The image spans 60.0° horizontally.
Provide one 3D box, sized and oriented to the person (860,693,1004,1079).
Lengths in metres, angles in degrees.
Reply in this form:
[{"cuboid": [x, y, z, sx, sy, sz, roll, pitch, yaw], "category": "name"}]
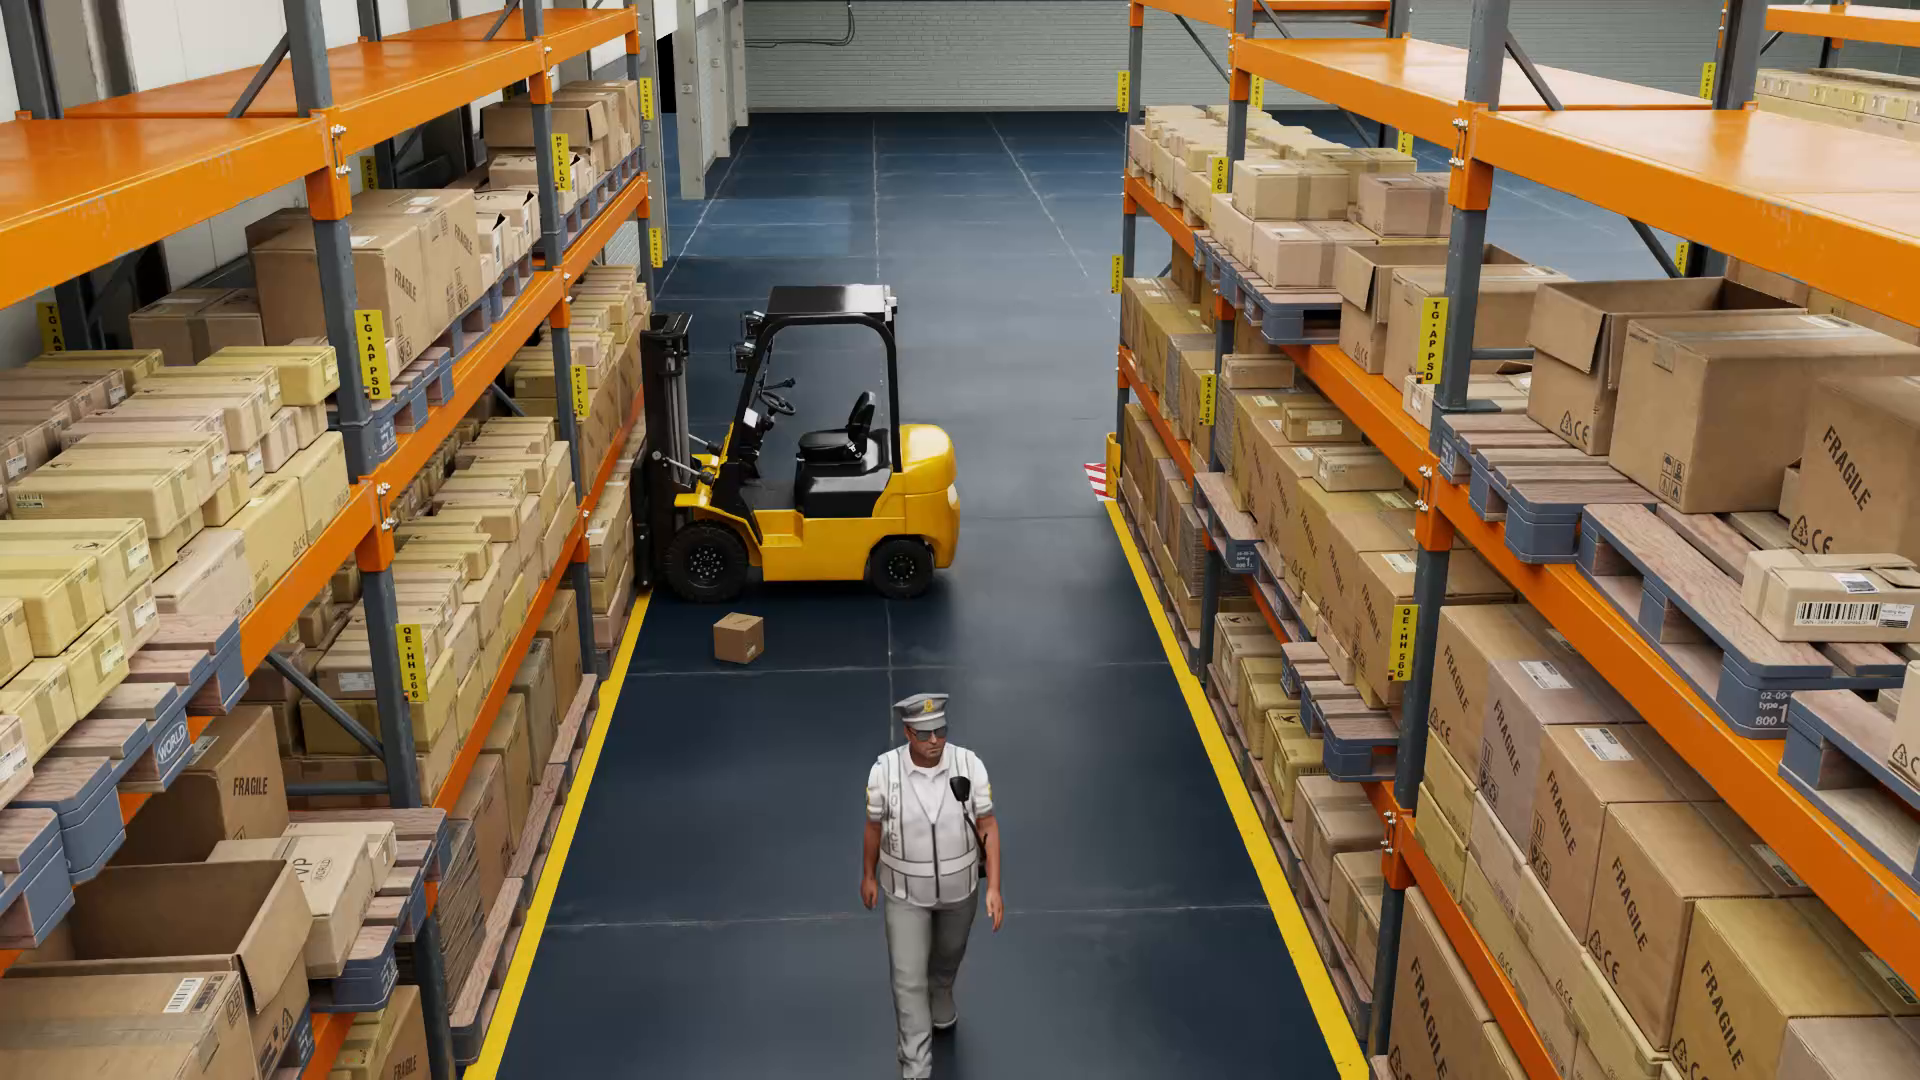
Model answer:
[{"cuboid": [-0.104, 1.473, 7.012, 0.576, 1.718, 0.989, -4, 21, -10], "category": "person"}]
